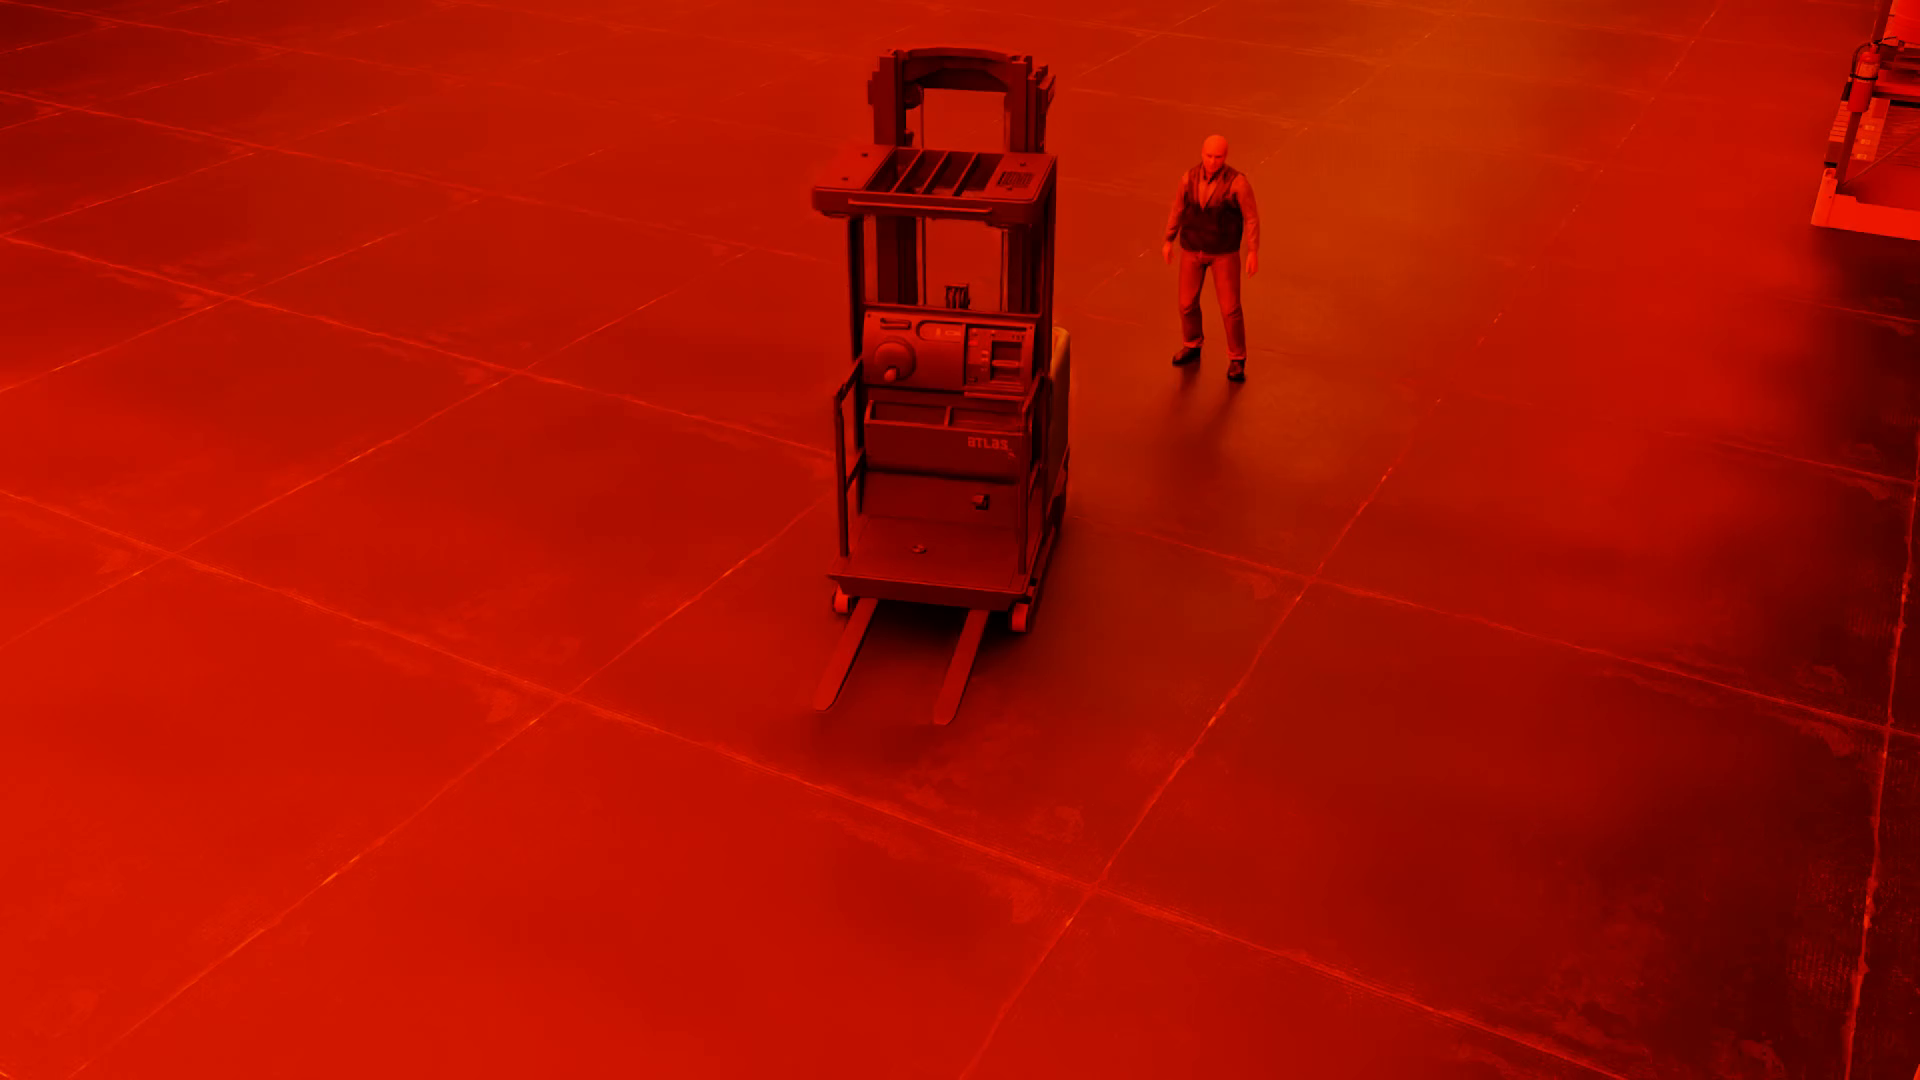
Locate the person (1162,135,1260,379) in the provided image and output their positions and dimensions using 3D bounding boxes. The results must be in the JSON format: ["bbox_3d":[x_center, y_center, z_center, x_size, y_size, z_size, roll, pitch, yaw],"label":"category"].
[{"bbox_3d":[1.778,-2.042,11.840,0.745,1.701,0.422,14,33,23],"label":"person"}]

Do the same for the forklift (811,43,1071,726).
[{"bbox_3d":[-0.100,-0.960,8.734,1.130,2.935,3.031,6,30,9],"label":"forklift"}]
